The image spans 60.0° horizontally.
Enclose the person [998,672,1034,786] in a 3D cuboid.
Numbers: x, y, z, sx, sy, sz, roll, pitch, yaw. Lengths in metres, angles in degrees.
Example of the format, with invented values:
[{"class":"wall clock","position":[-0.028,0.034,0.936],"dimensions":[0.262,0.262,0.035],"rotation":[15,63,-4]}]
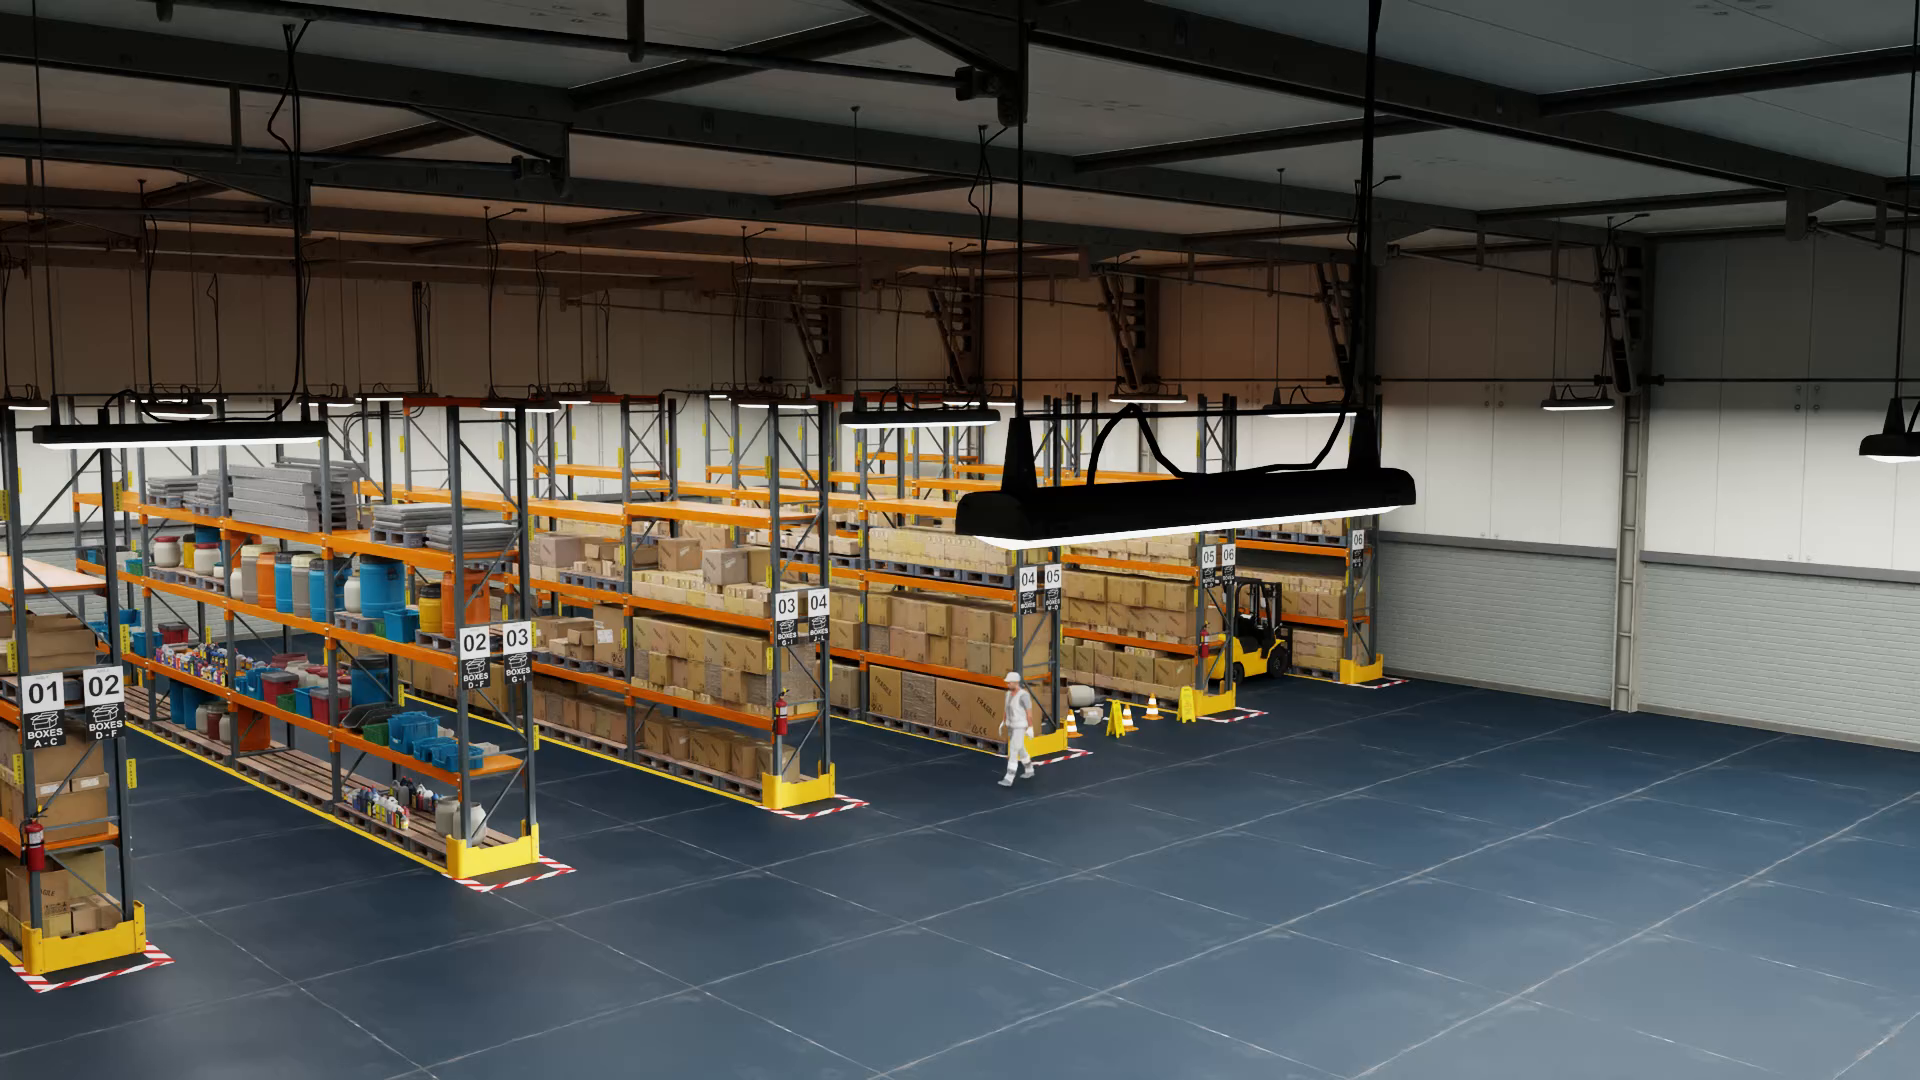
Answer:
[{"class":"person","position":[0.853,2.942,26.079],"dimensions":[0.911,1.753,0.566],"rotation":[-4,7,-35]}]
